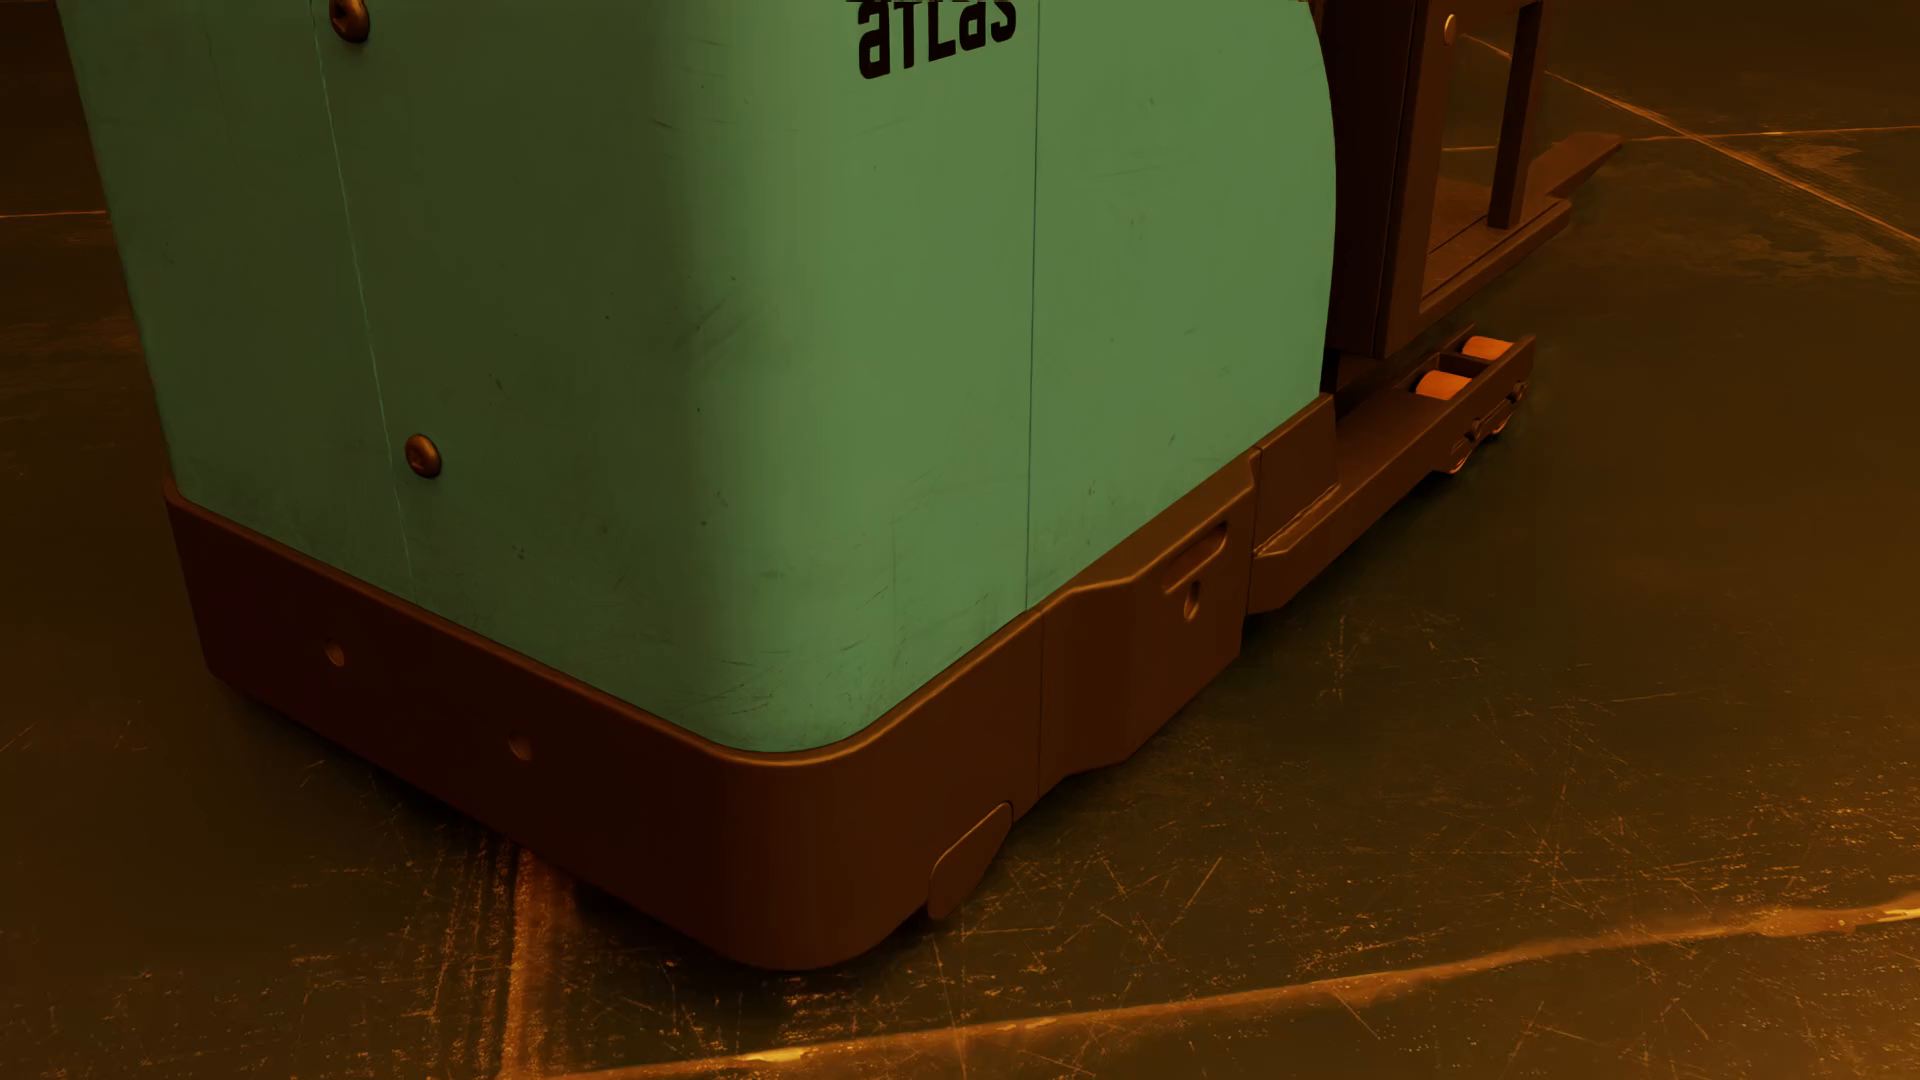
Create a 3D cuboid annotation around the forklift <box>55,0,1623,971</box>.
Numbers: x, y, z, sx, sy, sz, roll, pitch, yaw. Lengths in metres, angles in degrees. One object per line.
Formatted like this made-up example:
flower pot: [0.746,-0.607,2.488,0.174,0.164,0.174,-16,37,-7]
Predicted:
forklift: [0.325,-1.521,2.240,1.130,2.935,3.031,19,33,31]
